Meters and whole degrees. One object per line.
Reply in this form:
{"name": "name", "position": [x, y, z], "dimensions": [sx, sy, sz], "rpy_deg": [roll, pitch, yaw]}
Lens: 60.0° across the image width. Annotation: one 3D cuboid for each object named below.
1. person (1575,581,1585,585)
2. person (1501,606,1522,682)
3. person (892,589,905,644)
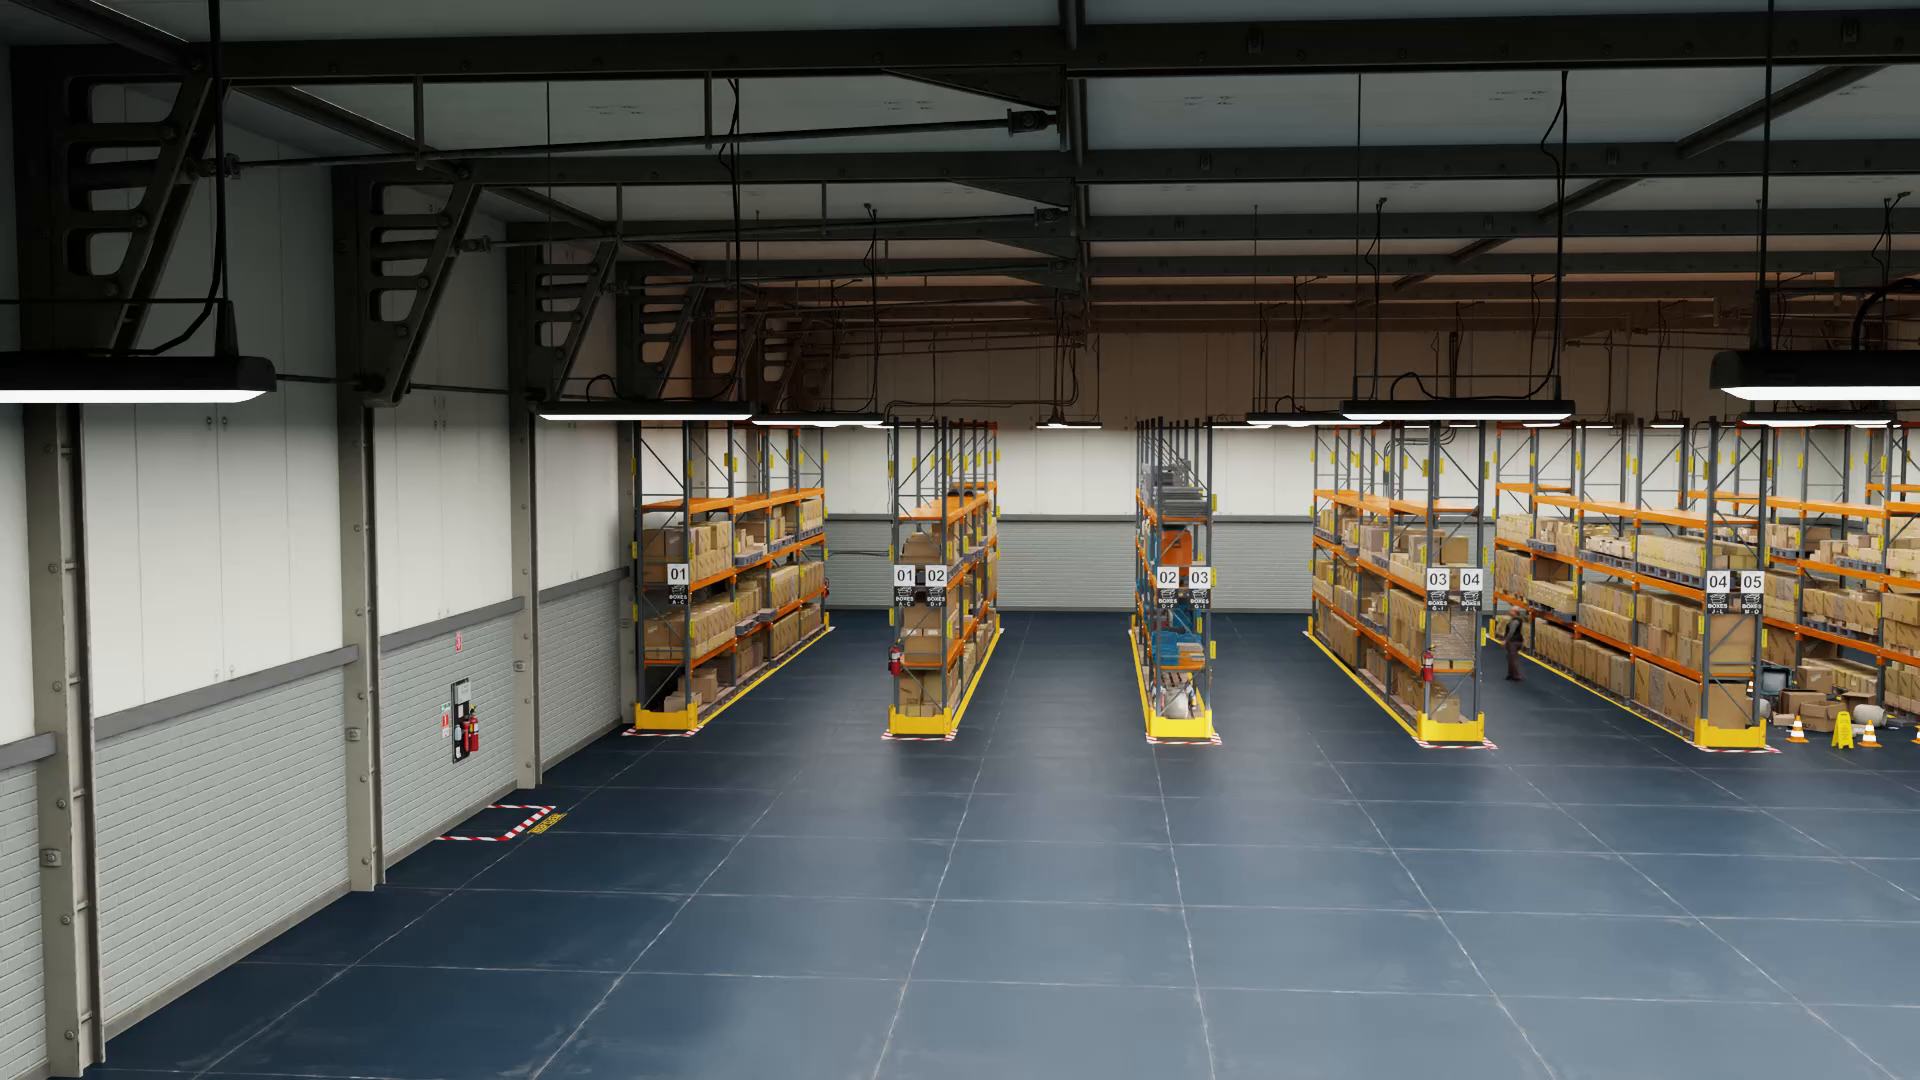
{"name": "person", "position": [16.969, 1.908, 45.669], "dimensions": [0.367, 1.690, 0.525], "rpy_deg": [2, 4, 27]}
{"name": "person", "position": [12.634, 2.403, 38.052], "dimensions": [0.584, 1.777, 0.633], "rpy_deg": [-3, 5, -37]}
{"name": "person", "position": [-1.508, 1.821, 43.837], "dimensions": [0.575, 1.735, 0.986], "rpy_deg": [0, 4, 4]}
